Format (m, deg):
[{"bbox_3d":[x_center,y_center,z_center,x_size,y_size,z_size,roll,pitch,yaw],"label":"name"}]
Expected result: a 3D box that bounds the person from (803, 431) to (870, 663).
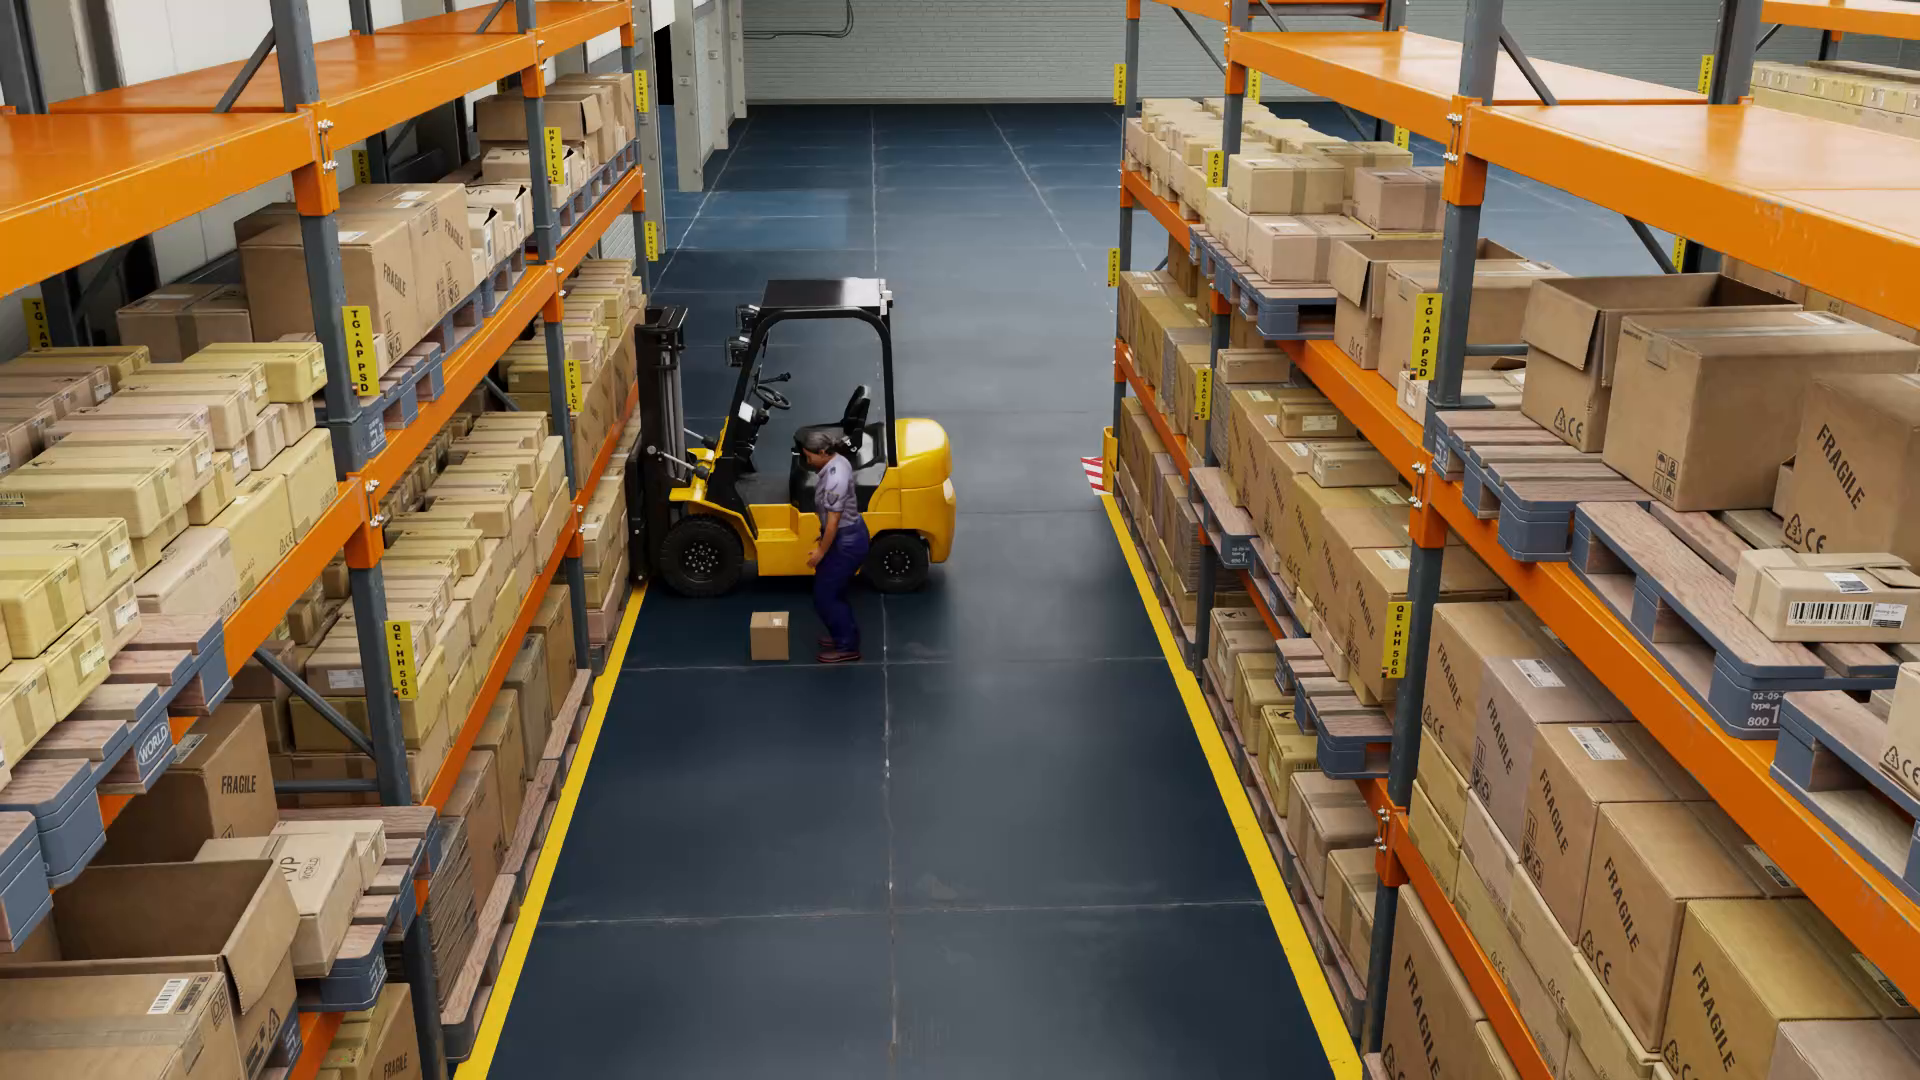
[{"bbox_3d":[-0.814,0.037,11.106,0.426,1.587,0.504,-1,21,-2],"label":"person"}]
